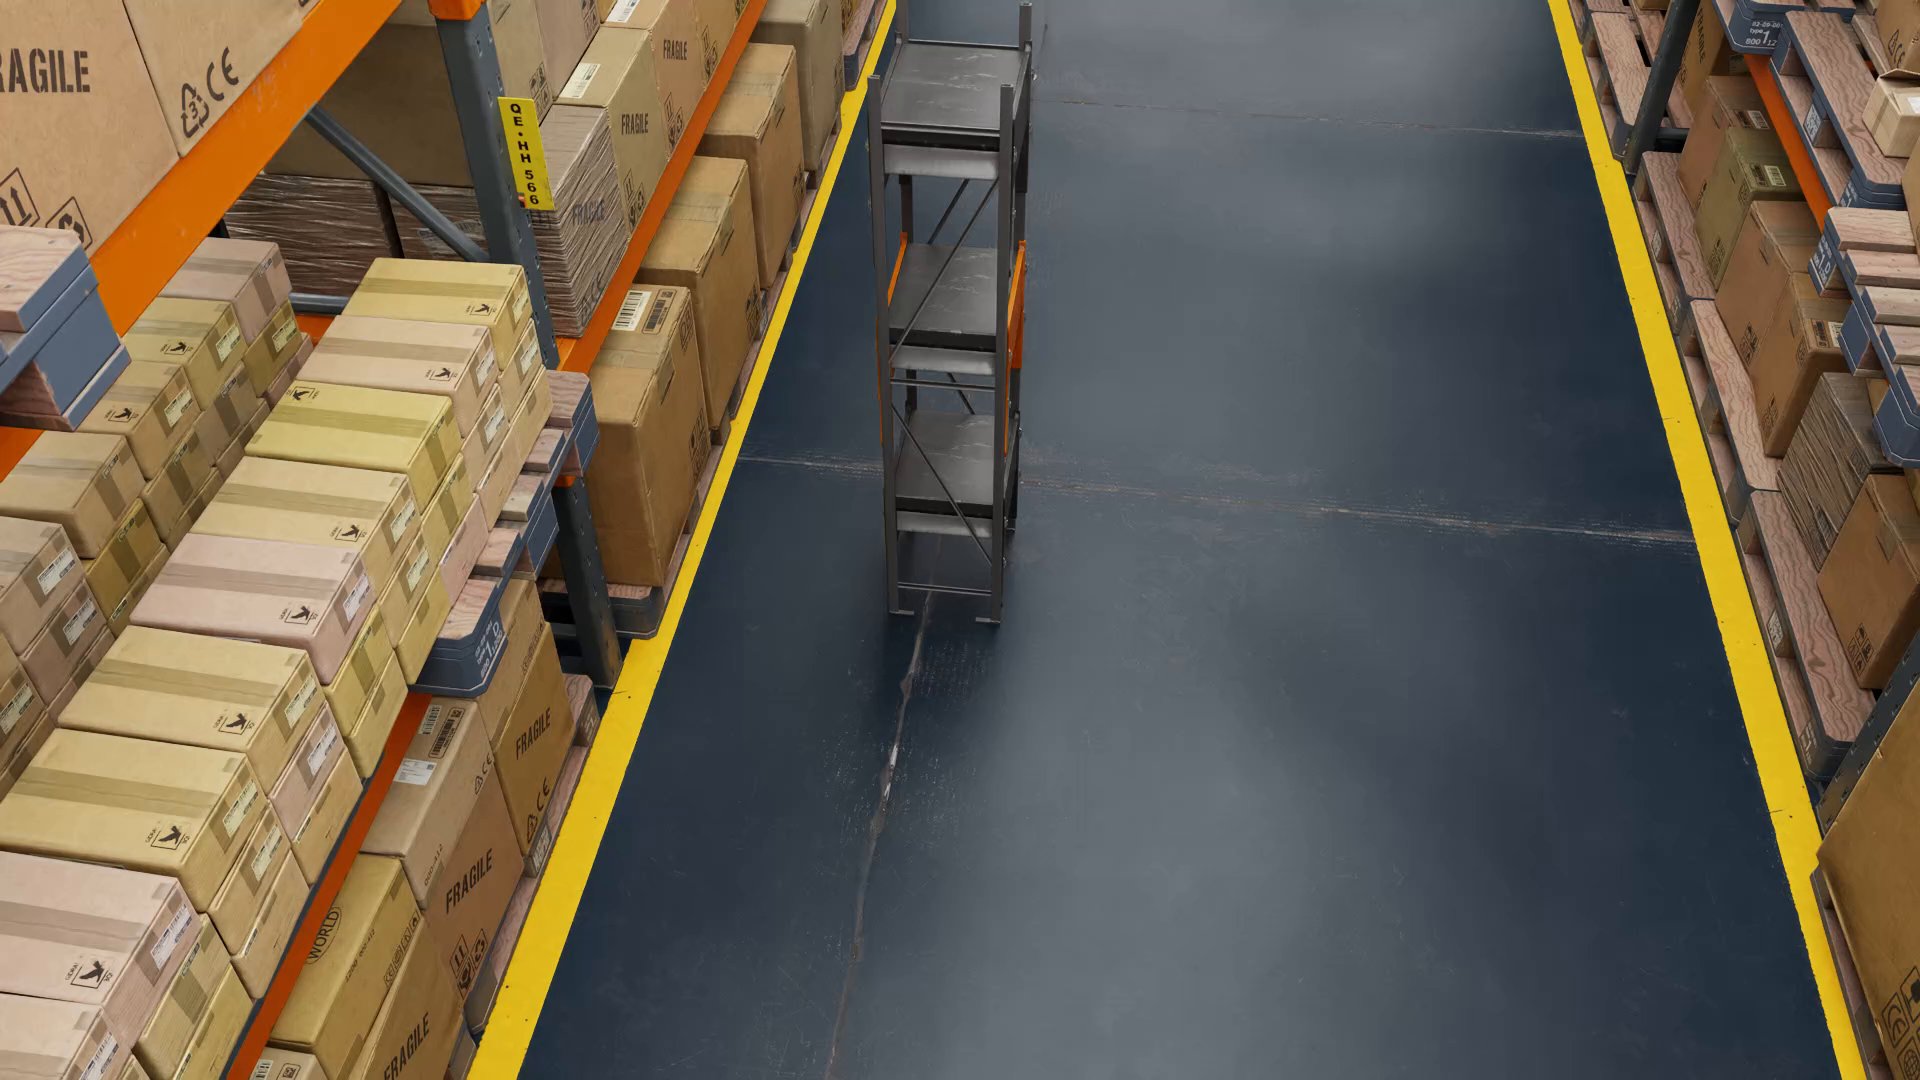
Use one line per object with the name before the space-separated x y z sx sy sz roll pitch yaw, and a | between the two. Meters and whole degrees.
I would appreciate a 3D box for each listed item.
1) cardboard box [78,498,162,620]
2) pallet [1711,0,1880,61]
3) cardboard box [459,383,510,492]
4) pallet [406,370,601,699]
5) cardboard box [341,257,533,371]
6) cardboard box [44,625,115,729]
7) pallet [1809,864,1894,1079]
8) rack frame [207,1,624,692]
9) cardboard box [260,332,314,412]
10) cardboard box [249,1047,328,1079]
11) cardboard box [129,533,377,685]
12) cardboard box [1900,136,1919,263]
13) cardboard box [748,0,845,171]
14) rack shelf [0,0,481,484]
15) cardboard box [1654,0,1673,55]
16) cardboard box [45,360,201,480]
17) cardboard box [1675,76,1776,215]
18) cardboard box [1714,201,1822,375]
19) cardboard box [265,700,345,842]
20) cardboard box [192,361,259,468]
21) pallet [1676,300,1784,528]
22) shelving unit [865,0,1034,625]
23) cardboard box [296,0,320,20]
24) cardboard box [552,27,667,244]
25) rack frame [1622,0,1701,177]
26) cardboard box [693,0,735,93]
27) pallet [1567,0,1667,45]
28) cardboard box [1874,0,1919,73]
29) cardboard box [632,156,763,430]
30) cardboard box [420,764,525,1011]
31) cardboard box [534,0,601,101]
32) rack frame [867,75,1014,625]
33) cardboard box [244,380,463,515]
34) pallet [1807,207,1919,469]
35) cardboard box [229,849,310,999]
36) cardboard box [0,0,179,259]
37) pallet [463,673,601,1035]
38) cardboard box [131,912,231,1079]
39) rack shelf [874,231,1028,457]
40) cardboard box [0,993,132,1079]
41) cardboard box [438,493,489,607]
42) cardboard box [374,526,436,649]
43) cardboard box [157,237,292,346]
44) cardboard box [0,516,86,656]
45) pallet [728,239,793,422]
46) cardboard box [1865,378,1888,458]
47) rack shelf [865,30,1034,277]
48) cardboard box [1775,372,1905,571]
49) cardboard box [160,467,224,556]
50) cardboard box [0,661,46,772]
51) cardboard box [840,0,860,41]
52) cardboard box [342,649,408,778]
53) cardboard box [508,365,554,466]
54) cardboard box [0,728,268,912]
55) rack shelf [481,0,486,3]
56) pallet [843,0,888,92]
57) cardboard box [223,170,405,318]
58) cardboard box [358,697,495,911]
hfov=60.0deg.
cardboard box | -2.036 0.024 3.704 0.380 0.149 0.250 5 44 6
pallet | 3.512 -2.286 6.622 1.003 0.211 1.213 5 44 6
cardboard box | -1.322 -0.266 4.011 0.380 0.149 0.250 7 44 7
pallet | -1.663 -0.092 4.305 1.213 0.211 1.003 5 44 6
cardboard box | -1.285 -0.559 4.103 0.380 0.149 0.250 4 44 4
cardboard box | -2.072 0.301 3.628 0.380 0.149 0.250 7 44 7
pallet | 3.050 1.405 4.612 1.003 0.211 1.213 5 44 6
rack frame | -1.675 -0.657 4.763 1.000 3.000 0.127 5 44 6
cardboard box | -1.934 -0.432 4.402 0.380 0.149 0.250 5 44 5
cardboard box | -1.704 1.362 3.597 0.500 0.250 0.500 7 44 7
cardboard box | -1.424 0.137 3.369 0.380 0.149 0.250 5 44 6
cardboard box | 3.235 -1.088 4.839 0.700 0.500 0.500 11 45 12
cardboard box | -1.139 -2.288 7.815 1.050 0.750 0.750 5 44 5
rack shelf | -1.939 -0.122 2.539 1.077 0.370 4.000 5 44 6
cardboard box | 3.918 -2.768 8.505 0.500 0.500 0.500 19 46 19
cardboard box | -1.997 -0.287 3.816 0.380 0.149 0.250 5 44 5
cardboard box | 3.655 -1.699 7.361 0.700 0.500 0.500 2 43 2
cardboard box | 3.500 -0.995 6.617 0.700 0.500 0.500 2 43 2
cardboard box | -1.457 0.431 3.274 0.380 0.149 0.250 6 44 7
cardboard box | -1.971 -0.330 4.078 0.380 0.149 0.250 7 44 8
pallet | 3.497 -0.487 6.610 1.003 0.211 1.213 5 44 6
shelving unit | -0.022 -0.650 5.409 0.431 2.100 0.503 5 44 6
cardboard box | -1.498 -1.371 3.261 0.500 0.500 0.500 5 44 6
cardboard box | -1.283 -1.322 5.392 0.500 0.500 0.500 5 44 5
rack frame | 3.757 -2.864 7.093 1.000 3.000 0.127 5 44 6
cardboard box | -1.148 -2.005 6.113 0.500 0.500 0.500 5 44 5
pallet | 3.970 -3.146 9.419 1.003 0.211 1.213 5 44 6
cardboard box | 3.620 -1.864 5.656 0.797 0.503 0.637 9 44 10
cardboard box | -1.393 -0.996 6.451 1.050 0.750 0.750 6 44 6
cardboard box | -1.575 0.924 4.605 0.500 0.500 0.500 7 44 7
cardboard box | -1.540 -1.707 5.071 0.700 0.500 0.500 5 44 5
rack frame | -0.054 -0.483 5.233 0.400 2.100 0.015 5 44 6
cardboard box | -1.355 -0.209 3.734 0.380 0.149 0.250 6 44 7
pallet | 3.217 -0.563 4.803 1.213 0.211 1.003 5 44 6
cardboard box | -1.492 0.719 3.186 0.380 0.149 0.250 3 44 4
cardboard box | -1.622 -0.688 2.541 0.500 0.500 0.500 5 44 6
pallet | -1.779 0.888 5.159 1.003 0.211 1.213 5 44 6
cardboard box | -1.527 0.778 2.907 0.380 0.149 0.250 5 44 5
rack shelf | -0.022 -0.640 5.418 0.431 0.518 0.480 5 44 6
cardboard box | -1.559 0.855 2.610 0.380 0.149 0.250 5 44 5
cardboard box | -1.352 0.004 3.942 0.380 0.149 0.250 6 44 6
cardboard box | -1.388 0.084 3.641 0.380 0.149 0.250 5 44 6
cardboard box | -1.928 -0.634 4.183 0.380 0.149 0.250 5 44 6
cardboard box | -2.067 0.078 3.431 0.380 0.149 0.250 7 44 7
pallet | -1.332 -1.004 7.157 1.003 0.211 1.213 5 44 6
cardboard box | 3.347 -0.484 5.532 0.500 0.250 0.500 10 44 10
rack shelf | -0.022 -1.148 4.937 0.431 0.518 0.480 5 44 6
cardboard box | 3.358 -0.227 5.806 0.700 0.500 0.500 2 43 2
cardboard box | -2.005 -0.065 4.014 0.380 0.149 0.250 7 44 8
cardboard box | -2.106 0.362 3.347 0.380 0.149 0.250 5 44 5
cardboard box | -0.993 -3.187 8.674 0.875 0.875 0.875 6 44 6
cardboard box | -1.423 0.357 3.569 0.380 0.149 0.250 3 44 4
cardboard box | -1.284 -0.341 4.305 0.380 0.149 0.250 6 44 6
cardboard box | -1.493 0.499 2.985 0.380 0.149 0.250 6 44 7
rack shelf | -1.410 -2.848 5.418 1.077 0.370 4.000 5 44 6
pallet | -0.968 -2.882 9.140 1.003 0.211 1.213 5 44 6
cardboard box | -1.881 -1.025 5.078 0.500 0.500 0.500 5 44 6
cardboard box | -1.561 0.661 4.338 0.500 0.250 0.500 6 44 6
